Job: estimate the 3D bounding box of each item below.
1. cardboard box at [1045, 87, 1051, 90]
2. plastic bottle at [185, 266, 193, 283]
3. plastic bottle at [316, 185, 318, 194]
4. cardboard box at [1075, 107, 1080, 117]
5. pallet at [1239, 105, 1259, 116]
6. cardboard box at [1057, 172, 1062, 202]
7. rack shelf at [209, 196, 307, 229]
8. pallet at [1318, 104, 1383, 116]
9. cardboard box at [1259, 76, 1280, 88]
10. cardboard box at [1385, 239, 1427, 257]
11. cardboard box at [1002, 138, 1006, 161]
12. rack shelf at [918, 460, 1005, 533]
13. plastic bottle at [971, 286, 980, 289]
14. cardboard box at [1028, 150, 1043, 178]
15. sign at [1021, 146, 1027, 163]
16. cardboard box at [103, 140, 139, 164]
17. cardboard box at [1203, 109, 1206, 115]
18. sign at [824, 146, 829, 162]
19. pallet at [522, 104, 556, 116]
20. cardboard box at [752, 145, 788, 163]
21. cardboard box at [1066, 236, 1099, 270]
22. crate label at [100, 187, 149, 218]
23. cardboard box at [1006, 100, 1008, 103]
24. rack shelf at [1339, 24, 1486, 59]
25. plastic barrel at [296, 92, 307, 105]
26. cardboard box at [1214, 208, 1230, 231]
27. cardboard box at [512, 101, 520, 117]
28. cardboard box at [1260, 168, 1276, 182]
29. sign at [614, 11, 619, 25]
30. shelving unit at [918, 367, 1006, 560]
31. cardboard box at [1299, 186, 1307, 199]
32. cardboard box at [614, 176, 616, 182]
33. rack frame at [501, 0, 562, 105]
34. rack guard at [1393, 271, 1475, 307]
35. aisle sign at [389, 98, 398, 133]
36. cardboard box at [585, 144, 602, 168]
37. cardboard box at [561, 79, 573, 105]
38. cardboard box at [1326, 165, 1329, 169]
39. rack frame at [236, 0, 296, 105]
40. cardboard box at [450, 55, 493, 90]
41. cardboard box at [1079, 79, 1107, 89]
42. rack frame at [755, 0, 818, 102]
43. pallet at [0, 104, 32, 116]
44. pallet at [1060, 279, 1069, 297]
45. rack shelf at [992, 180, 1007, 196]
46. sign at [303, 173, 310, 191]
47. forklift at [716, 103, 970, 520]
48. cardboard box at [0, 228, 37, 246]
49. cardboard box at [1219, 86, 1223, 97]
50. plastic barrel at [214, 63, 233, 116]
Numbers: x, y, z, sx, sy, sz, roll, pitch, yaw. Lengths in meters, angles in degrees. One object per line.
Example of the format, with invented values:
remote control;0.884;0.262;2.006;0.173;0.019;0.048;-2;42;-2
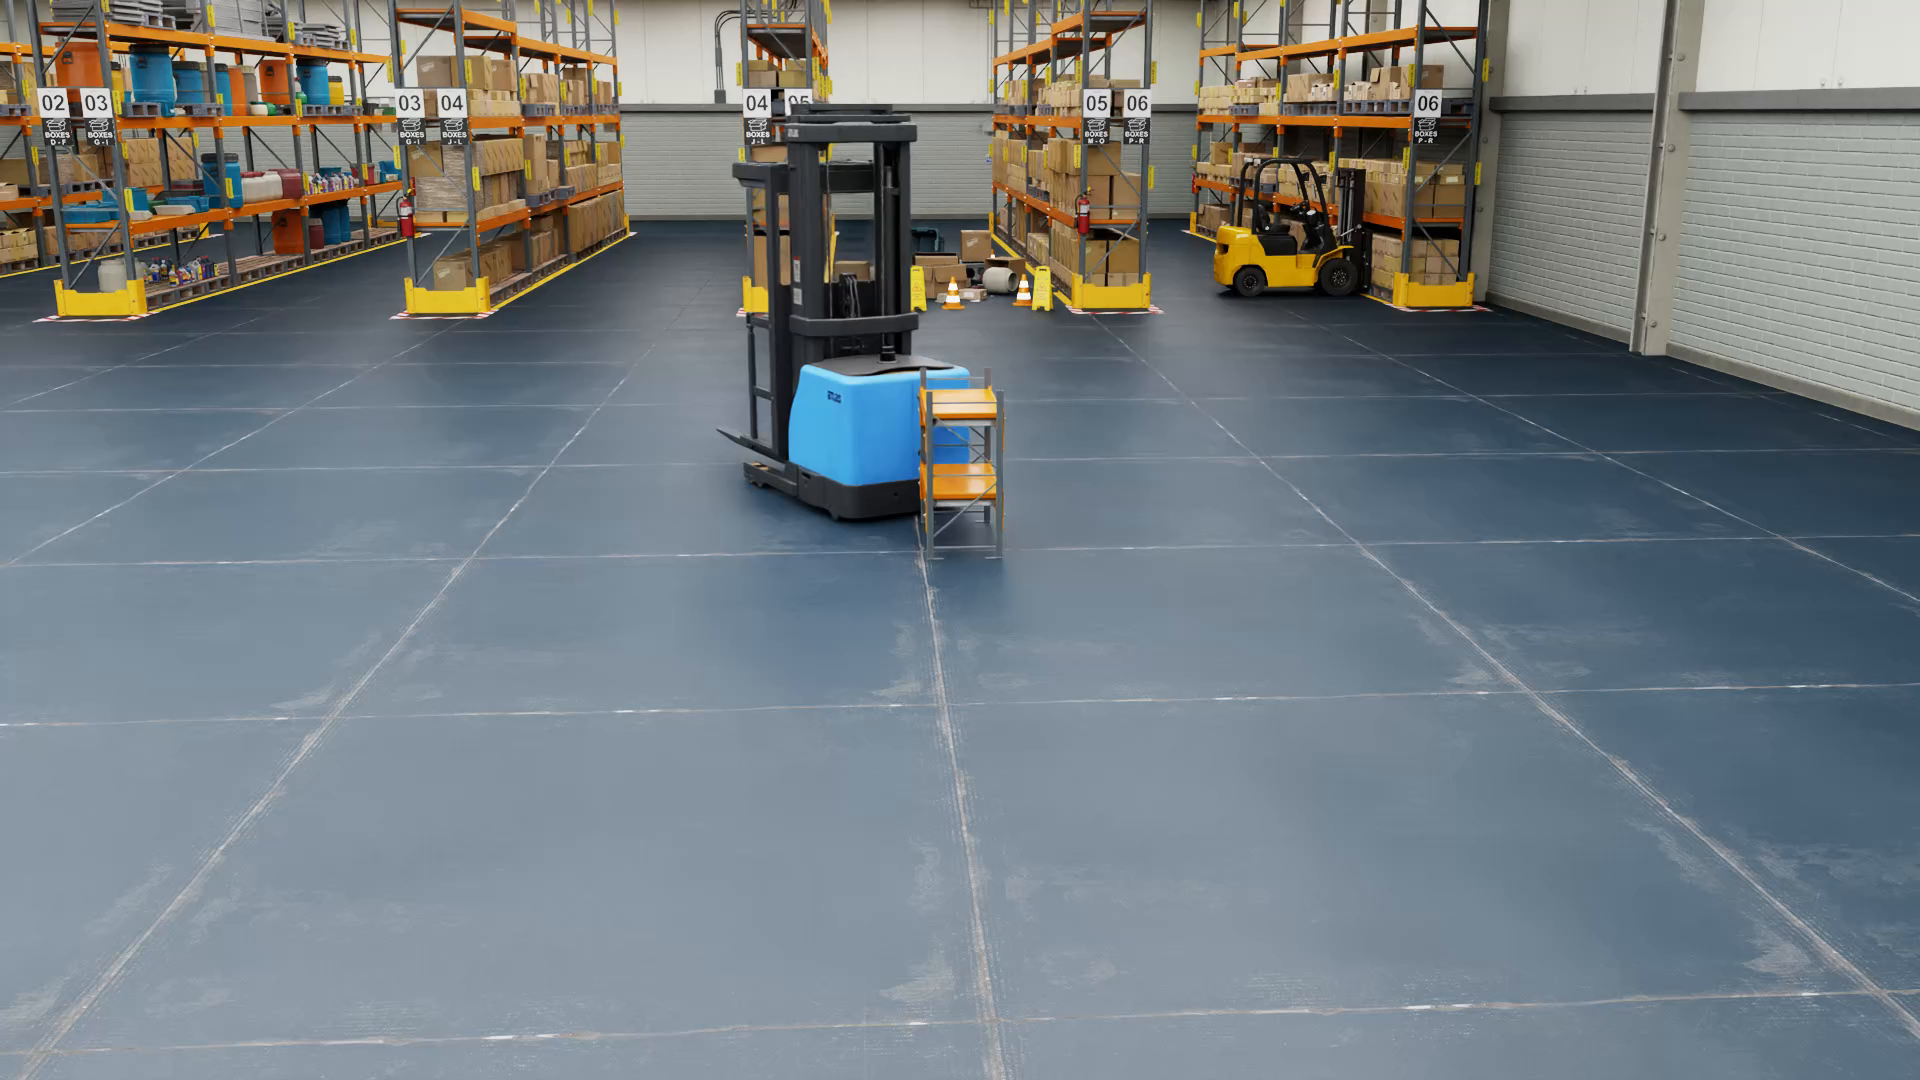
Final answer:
cardboard box;1.801;-8.201;29.816;0.500;0.250;0.500;-1;14;-3
plastic bottle;-12.378;-4.264;26.670;0.097;0.271;0.097;0;14;0
plastic bottle;-12.754;-6.939;32.875;0.097;0.201;0.097;0;14;0
cardboard box;1.948;-6.462;25.106;0.380;0.149;0.250;-1;14;-3
pallet;6.546;-8.988;34.795;1.213;0.211;1.003;-1;14;-3
cardboard box;1.871;-5.809;27.287;0.500;0.500;0.500;-1;14;-4
rack shelf;-12.909;-5.900;29.879;1.077;0.370;4.000;-1;14;-3
pallet;6.936;-7.637;29.552;0.805;0.209;1.217;-1;15;-6
cardboard box;6.645;-9.834;35.741;0.396;0.266;0.258;-1;14;-3
cardboard box;6.912;-4.528;25.775;0.500;0.250;0.500;0;14;-2
cardboard box;1.226;-8.742;37.274;0.500;0.500;0.500;-1;14;-4
rack shelf;0.000;-0.310;11.454;0.538;0.278;1.000;-1;14;-3
plastic bottle;0.258;-4.207;27.755;0.133;0.061;0.283;2;15;6
cardboard box;1.599;-7.255;32.064;0.500;0.500;0.500;-1;14;-5
sign;1.248;-7.526;32.434;0.100;0.325;0.005;-1;14;-3
cardboard box;-17.973;-8.319;35.631;0.500;0.500;0.500;-1;14;-2
cardboard box;6.048;-10.290;39.984;0.380;0.149;0.250;-1;14;-2
sign;-2.579;-7.443;32.112;0.100;0.325;0.005;-1;14;-3
pallet;-7.841;-7.602;29.409;1.213;0.211;1.003;-1;14;-3
cardboard box;-2.621;-5.572;24.695;0.875;0.550;0.550;-1;14;-3
cardboard box;1.952;-4.545;26.342;0.500;0.500;0.500;0;14;-1
crate label;-12.921;-5.226;25.749;0.502;0.435;0.616;-1;14;-3
cardboard box;1.195;-9.763;36.657;0.396;0.266;0.258;0;14;-2
rack shelf;7.128;-7.923;26.508;1.077;0.370;4.000;-1;14;-3
plastic barrel;-12.869;-8.593;32.354;0.294;0.245;0.294;0;14;0
cardboard box;6.282;-7.410;38.479;0.700;0.500;0.500;-1;14;-6
cardboard box;-7.553;-7.098;27.374;0.500;0.250;0.500;0;14;-1
cardboard box;6.367;-7.440;33.883;0.500;0.250;0.500;-2;15;-6
sign;-8.042;-12.212;38.898;0.100;0.325;0.005;-1;14;-3
shelving unit;0.000;-0.546;11.393;0.538;1.125;1.048;-1;14;-3
cardboard box;6.635;-6.483;31.006;0.500;0.250;0.500;0;14;-2
cardboard box;-8.169;-8.352;38.473;0.380;0.149;0.250;-1;14;-5
rack frame;-8.089;-9.727;31.273;1.000;3.000;0.127;-1;14;-3
rack guard;7.253;-3.846;25.472;1.175;0.500;0.348;-1;14;-3
aisle sign;-13.240;-10.016;39.219;0.394;0.787;0.004;-1;14;-3
cardboard box;-8.111;-8.374;36.253;0.500;0.500;0.500;-1;14;-3
cardboard box;-8.237;-9.036;33.554;0.797;0.503;0.637;-1;14;-4
cardboard box;6.764;-6.627;29.761;0.380;0.149;0.250;-1;14;-3
rack frame;-13.033;-9.651;30.975;1.000;3.000;0.127;-1;14;-3
cardboard box;-7.416;-7.093;25.253;0.500;0.500;0.500;-1;14;-4
cardboard box;1.982;-6.782;24.749;0.380;0.149;0.250;-1;14;-3
rack frame;-2.885;-8.784;27.606;1.000;3.000;0.127;-1;14;-3
pallet;-17.845;-7.864;30.428;1.213;0.211;1.003;0;14;-1
pallet;2.205;-4.159;27.267;1.003;0.211;1.213;-1;14;-3
rack shelf;1.430;-8.119;38.504;1.077;0.370;4.000;-1;14;-3
sign;-12.484;-6.835;31.742;0.100;0.325;0.005;-1;14;-3
forklift;-1.074;-1.883;12.962;1.130;2.935;3.031;-8;16;-28
cardboard box;-17.698;-5.687;31.158;0.500;0.311;0.500;-1;14;-2
cardboard box;6.173;-10.187;37.782;0.500;0.250;0.500;-1;14;-2
plastic barrel;-13.114;-7.894;29.163;0.600;0.901;0.708;-1;14;-3
